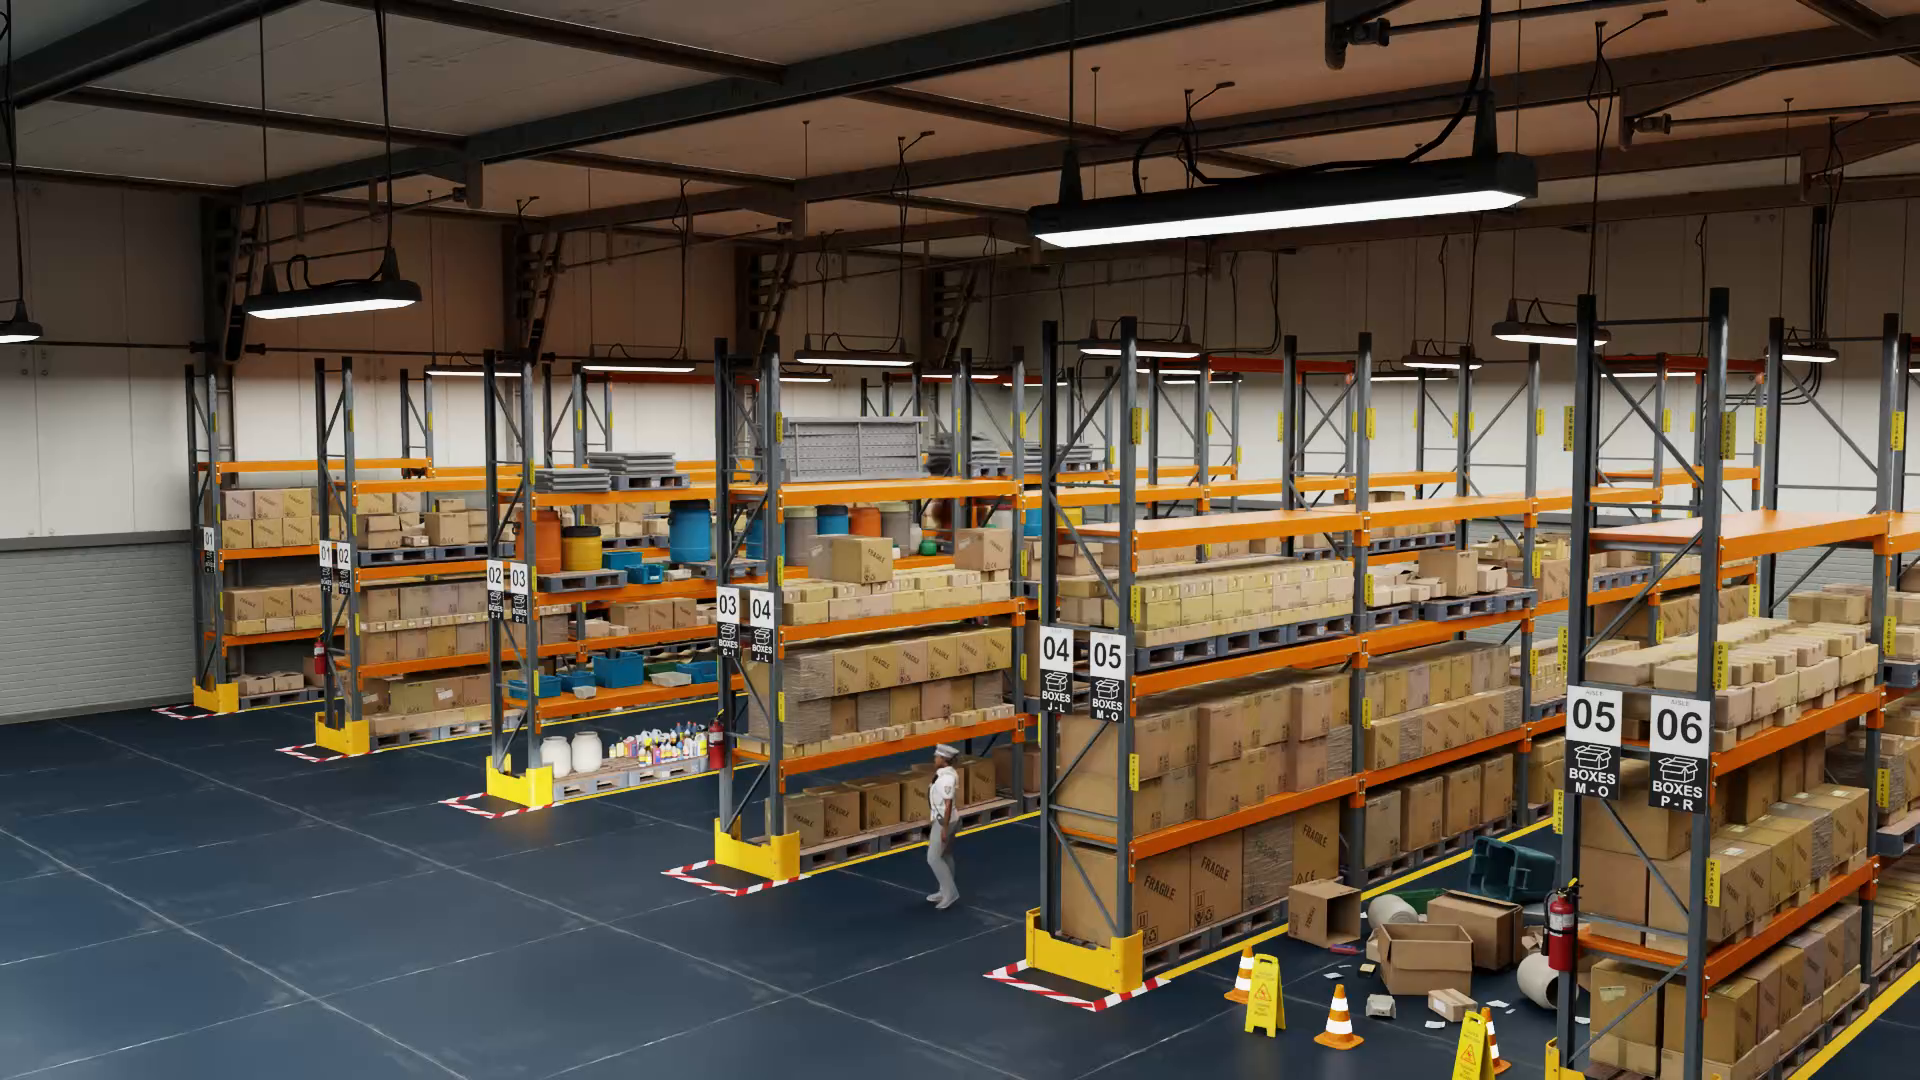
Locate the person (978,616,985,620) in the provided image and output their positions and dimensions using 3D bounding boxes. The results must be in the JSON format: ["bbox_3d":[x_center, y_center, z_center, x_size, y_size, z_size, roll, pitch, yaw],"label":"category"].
[{"bbox_3d":[0.816,1.318,39.417,1.019,1.607,0.571,4,6,44],"label":"person"}]

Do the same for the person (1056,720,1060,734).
[{"bbox_3d":[1.853,2.266,26.878,0.570,1.802,0.892,4,6,42],"label":"person"}]

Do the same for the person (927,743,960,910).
[{"bbox_3d":[-0.175,2.990,17.479,0.358,1.706,0.495,0,4,2],"label":"person"}]
